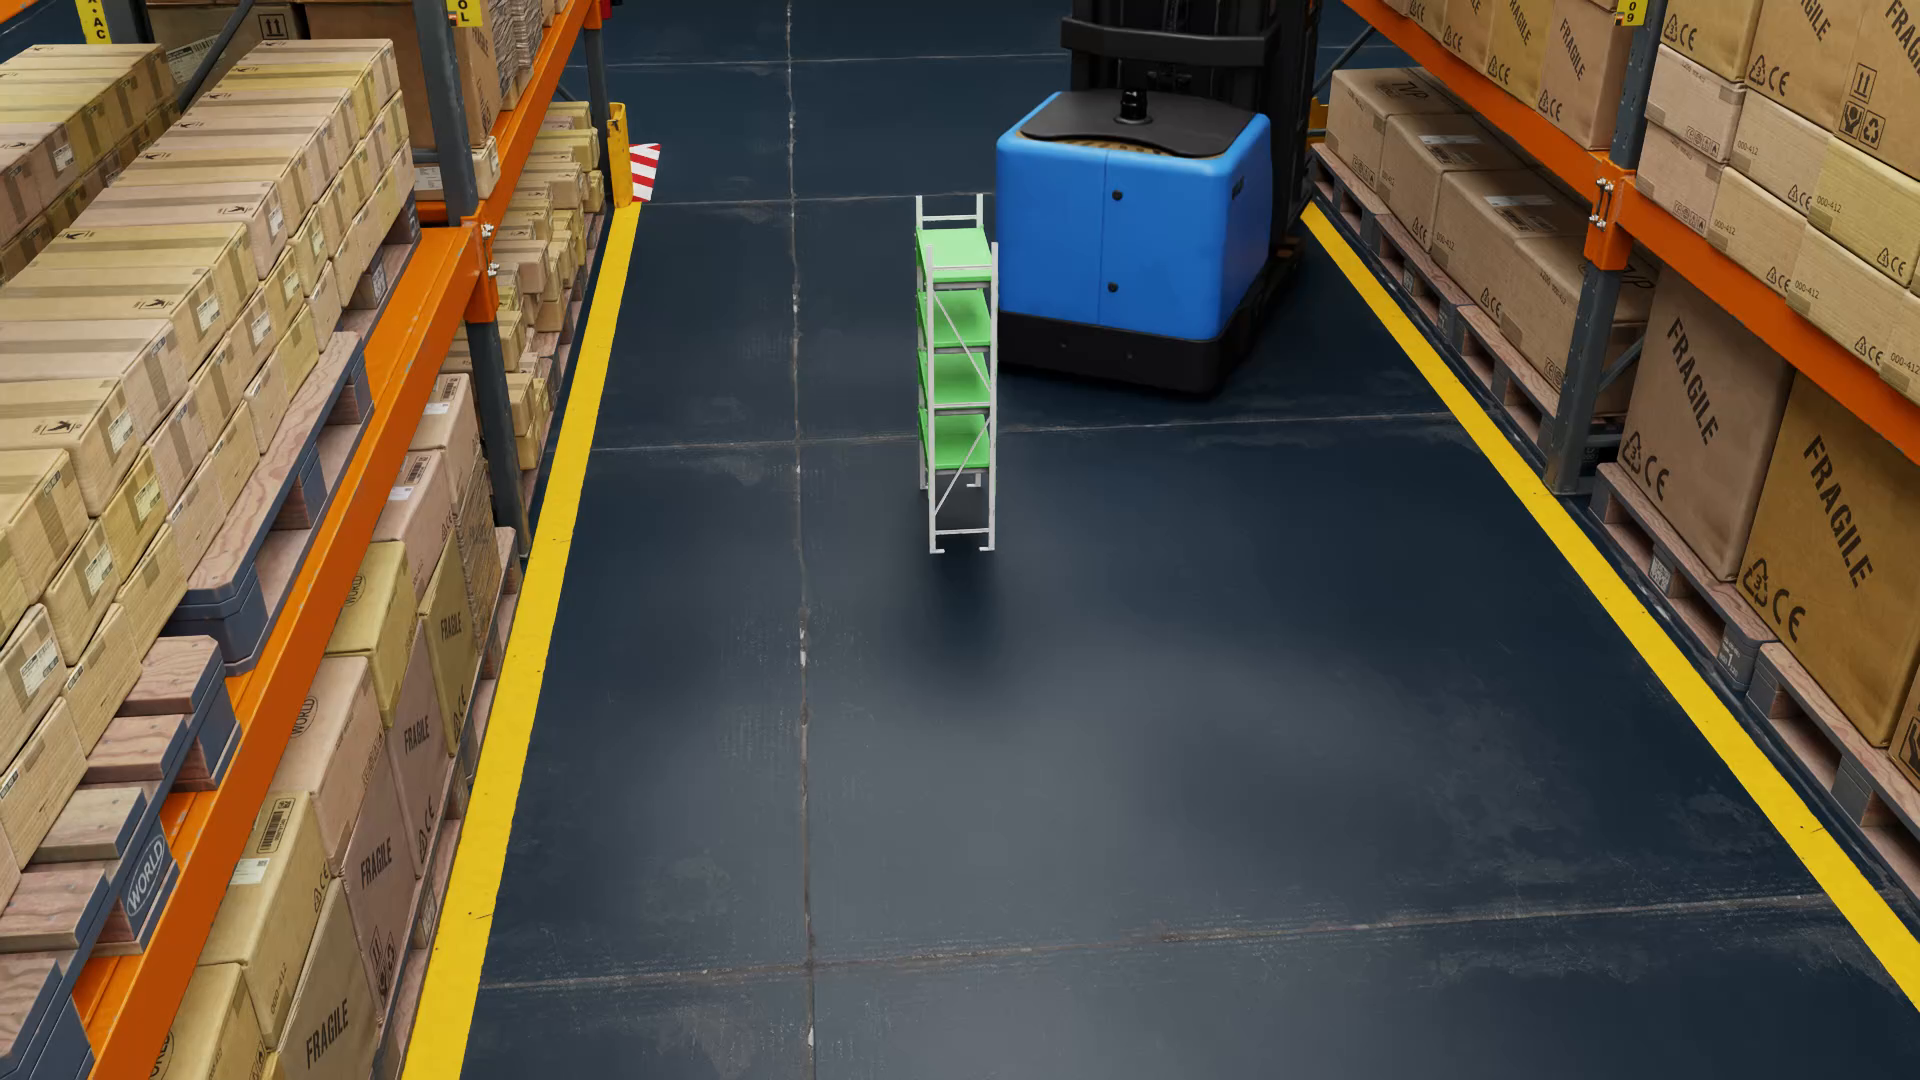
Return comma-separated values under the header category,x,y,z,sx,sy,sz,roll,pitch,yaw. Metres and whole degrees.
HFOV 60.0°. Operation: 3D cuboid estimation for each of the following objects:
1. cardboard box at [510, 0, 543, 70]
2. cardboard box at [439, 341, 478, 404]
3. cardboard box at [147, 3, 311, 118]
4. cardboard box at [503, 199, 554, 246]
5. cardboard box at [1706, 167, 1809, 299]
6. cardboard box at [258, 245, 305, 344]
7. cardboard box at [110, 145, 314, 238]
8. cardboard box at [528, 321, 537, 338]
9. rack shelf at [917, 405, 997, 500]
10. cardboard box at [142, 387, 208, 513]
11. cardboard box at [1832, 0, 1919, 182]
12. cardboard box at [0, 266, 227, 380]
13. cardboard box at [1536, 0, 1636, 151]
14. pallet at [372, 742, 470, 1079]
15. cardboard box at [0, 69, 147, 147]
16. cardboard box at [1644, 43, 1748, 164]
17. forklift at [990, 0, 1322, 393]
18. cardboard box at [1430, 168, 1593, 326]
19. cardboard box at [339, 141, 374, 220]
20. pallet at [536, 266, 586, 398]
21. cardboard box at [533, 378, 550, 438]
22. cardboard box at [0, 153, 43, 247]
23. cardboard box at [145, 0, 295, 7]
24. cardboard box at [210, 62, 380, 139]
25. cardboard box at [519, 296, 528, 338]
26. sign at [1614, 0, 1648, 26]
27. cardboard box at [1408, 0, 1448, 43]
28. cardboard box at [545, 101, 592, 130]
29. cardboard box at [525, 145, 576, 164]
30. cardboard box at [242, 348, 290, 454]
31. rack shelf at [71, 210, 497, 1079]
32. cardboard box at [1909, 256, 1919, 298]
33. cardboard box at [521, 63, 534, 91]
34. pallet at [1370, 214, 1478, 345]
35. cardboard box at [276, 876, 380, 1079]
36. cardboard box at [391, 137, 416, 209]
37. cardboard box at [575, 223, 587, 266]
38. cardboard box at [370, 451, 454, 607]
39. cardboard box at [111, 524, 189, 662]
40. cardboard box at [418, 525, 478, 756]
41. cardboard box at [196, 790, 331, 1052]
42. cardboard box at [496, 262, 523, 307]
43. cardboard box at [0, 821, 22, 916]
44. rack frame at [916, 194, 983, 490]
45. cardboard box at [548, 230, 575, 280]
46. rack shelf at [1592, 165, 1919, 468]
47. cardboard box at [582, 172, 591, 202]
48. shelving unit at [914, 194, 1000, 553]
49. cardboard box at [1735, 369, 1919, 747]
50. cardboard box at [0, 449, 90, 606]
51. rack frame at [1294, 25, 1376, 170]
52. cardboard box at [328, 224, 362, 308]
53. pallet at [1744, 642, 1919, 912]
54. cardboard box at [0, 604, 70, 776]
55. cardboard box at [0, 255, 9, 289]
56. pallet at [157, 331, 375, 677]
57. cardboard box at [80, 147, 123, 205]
category,x,y,z,sx,sy,sz,roll,pitch,yaw
cardboard box,-1.956,-2.168,6.566,0.500,0.500,0.500,-3,31,-6
cardboard box,-1.922,-0.619,6.151,0.380,0.149,0.250,-2,31,-3
cardboard box,-2.422,-1.625,5.658,0.500,0.500,0.500,-3,31,-5
cardboard box,-2.042,-1.418,7.489,0.380,0.149,0.250,-3,31,-4
cardboard box,2.651,-0.944,5.051,0.500,0.250,0.500,-3,31,-6
cardboard box,-1.735,-0.555,3.799,0.380,0.149,0.250,-3,31,-4
cardboard box,-1.771,-0.824,3.960,0.380,0.149,0.250,-4,31,-6
cardboard box,-2.043,-0.902,7.205,0.380,0.149,0.250,-4,31,-7
rack shelf,-0.015,-0.339,6.240,0.258,0.148,0.480,-3,31,-5
cardboard box,-1.669,-0.166,3.148,0.380,0.149,0.250,-3,31,-5
cardboard box,2.698,-1.229,4.310,0.500,0.500,0.500,-3,31,-6
cardboard box,-1.697,-0.423,3.288,0.380,0.149,0.250,-2,31,-3
cardboard box,2.525,-1.777,6.203,0.500,0.500,0.500,-2,31,-4
pallet,-1.904,0.998,4.373,1.003,0.211,1.213,-3,31,-5
cardboard box,-2.485,-1.184,4.562,0.380,0.149,0.250,-2,31,-3
cardboard box,2.584,-1.422,5.364,0.500,0.250,0.500,-4,31,-6
forklift,1.147,-2.637,7.806,1.130,2.935,3.031,11,33,18
cardboard box,2.787,-1.373,7.712,0.875,0.438,0.875,-4,31,-6
cardboard box,-1.816,-0.966,4.488,0.380,0.149,0.250,-1,31,-2
pallet,-2.311,-0.989,7.700,1.003,0.211,1.213,-3,31,-5
cardboard box,-1.835,-0.514,6.557,0.380,0.149,0.250,-2,31,-3
cardboard box,-2.418,-0.794,3.910,0.380,0.149,0.250,-3,31,-5
cardboard box,-2.409,-2.048,5.391,0.500,0.500,0.500,-4,31,-6
cardboard box,-1.838,-1.216,4.616,0.380,0.149,0.250,-4,31,-6
cardboard box,-2.005,-0.891,6.897,0.380,0.149,0.250,-4,31,-7
sign,2.271,-1.888,5.564,0.100,0.325,0.005,-3,31,-5
cardboard box,2.376,-2.564,7.519,0.500,0.500,0.500,-2,31,-3
cardboard box,-2.168,-2.217,8.827,0.380,0.149,0.250,-2,31,-4
cardboard box,-2.090,-1.824,8.170,0.380,0.149,0.250,-4,31,-7
cardboard box,-1.712,-0.299,3.661,0.380,0.149,0.250,-4,31,-6
rack shelf,-1.909,0.109,3.844,1.077,0.370,4.000,-3,31,-5
cardboard box,2.730,-0.640,4.055,0.500,0.250,0.500,-4,31,-6
cardboard box,-1.968,-1.943,6.823,0.380,0.149,0.250,-1,31,-2
pallet,2.713,-1.329,8.269,1.003,0.211,1.213,-3,31,-5
cardboard box,-1.585,1.084,3.538,0.500,0.500,0.500,-2,31,-4
cardboard box,-1.862,-1.100,5.002,0.380,0.149,0.250,-3,31,-6
cardboard box,-2.027,-1.443,8.111,0.380,0.149,0.250,-4,31,-7
cardboard box,-1.740,-0.019,4.653,0.500,0.250,0.500,-1,31,-2
cardboard box,-1.640,0.098,2.996,0.380,0.149,0.250,-1,31,-2
cardboard box,-1.728,0.300,4.851,0.500,0.500,0.500,-3,31,-6
cardboard box,-1.593,0.770,3.333,0.500,0.250,0.500,-3,31,-5
cardboard box,-2.008,-1.021,6.824,0.380,0.149,0.250,-4,31,-6
cardboard box,-1.563,0.511,2.305,0.380,0.149,0.250,-3,31,-5
rack frame,-0.038,-0.724,6.292,0.240,1.200,0.015,-3,31,-5
cardboard box,-1.966,-1.291,7.567,0.380,0.149,0.250,-2,31,-4
rack shelf,3.010,-0.180,4.327,1.077,0.370,4.000,-3,31,-5
cardboard box,-2.086,-1.826,8.463,0.380,0.149,0.250,-4,31,-7
shelving unit,-0.015,-0.600,6.084,0.258,1.200,0.503,-3,31,-5
cardboard box,3.053,-0.004,4.995,0.875,0.875,0.875,-2,31,-3
cardboard box,-1.619,-0.014,2.604,0.380,0.149,0.250,-3,31,-5
rack frame,2.449,-3.552,9.271,1.000,3.000,0.127,-3,31,-5
cardboard box,-1.792,-0.712,4.353,0.380,0.149,0.250,-4,31,-7
pallet,3.087,0.702,4.869,1.003,0.211,1.213,-3,31,-5
cardboard box,-1.595,0.226,2.491,0.380,0.149,0.250,-1,31,-2
cardboard box,-2.389,-0.528,3.755,0.380,0.149,0.250,-3,31,-5
pallet,-1.948,-0.105,3.688,1.003,0.211,1.213,-3,31,-5
cardboard box,-2.466,-0.934,4.434,0.380,0.149,0.250,-2,31,-3
